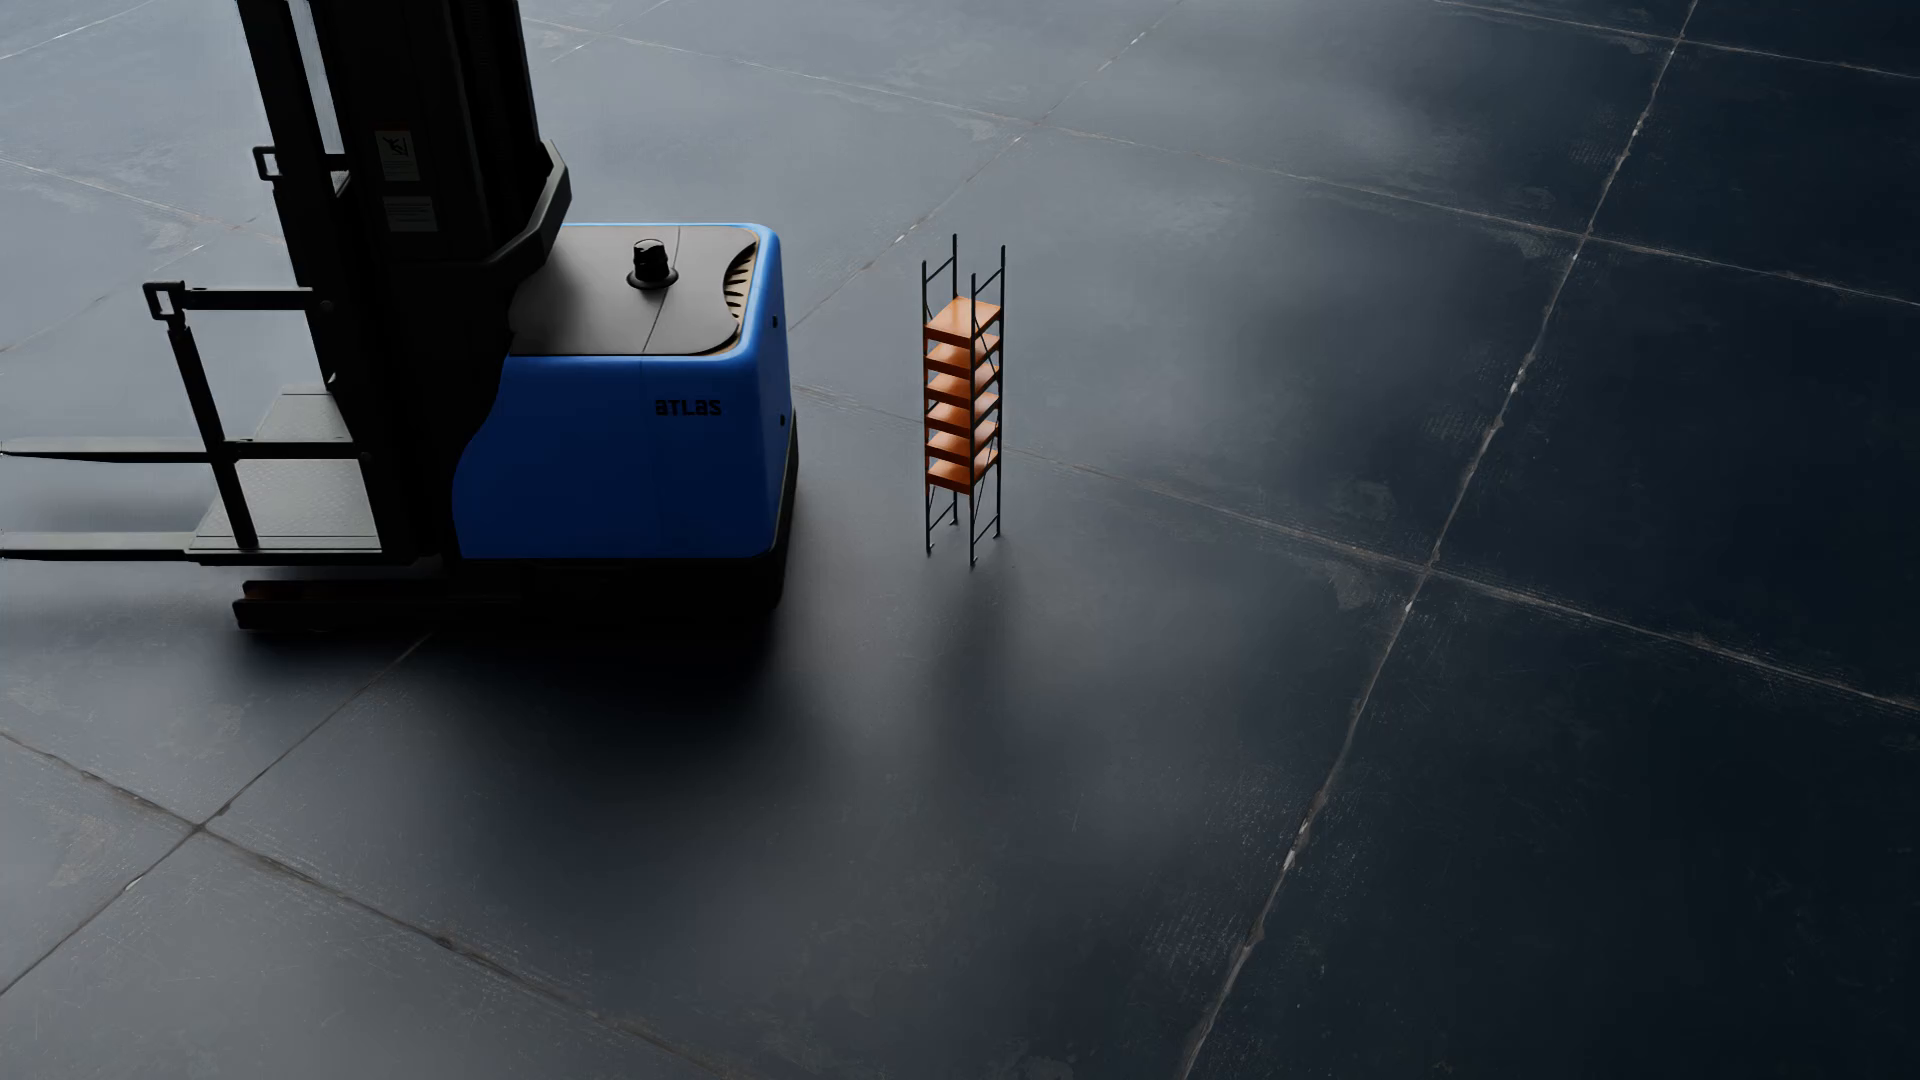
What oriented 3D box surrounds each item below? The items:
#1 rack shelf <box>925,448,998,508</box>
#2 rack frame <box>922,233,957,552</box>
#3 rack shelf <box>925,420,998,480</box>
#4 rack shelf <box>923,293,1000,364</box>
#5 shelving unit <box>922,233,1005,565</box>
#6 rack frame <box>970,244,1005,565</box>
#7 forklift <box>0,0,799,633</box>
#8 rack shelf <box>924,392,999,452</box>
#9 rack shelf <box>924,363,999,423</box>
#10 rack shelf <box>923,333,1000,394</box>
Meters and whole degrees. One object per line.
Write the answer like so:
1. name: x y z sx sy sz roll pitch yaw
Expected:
1. rack shelf: 0.013 -0.247 6.054 0.180 0.103 0.258 17 41 21
2. rack frame: -0.068 -0.499 5.915 0.006 1.200 0.240 17 41 21
3. rack shelf: 0.013 -0.343 5.981 0.180 0.103 0.258 17 41 21
4. rack shelf: 0.013 -0.725 5.691 0.180 0.103 0.258 17 41 21
5. shelving unit: 0.013 -0.474 5.882 0.189 1.200 0.258 17 41 21
6. rack frame: 0.094 -0.448 5.848 0.006 1.200 0.240 17 41 21
7. forklift: -2.147 -1.165 5.360 3.031 2.935 1.130 0 37 0
8. rack shelf: 0.013 -0.438 5.909 0.180 0.103 0.258 17 41 21
9. rack shelf: 0.013 -0.534 5.836 0.180 0.103 0.258 17 41 21
10. rack shelf: 0.013 -0.630 5.764 0.180 0.103 0.258 17 41 21
